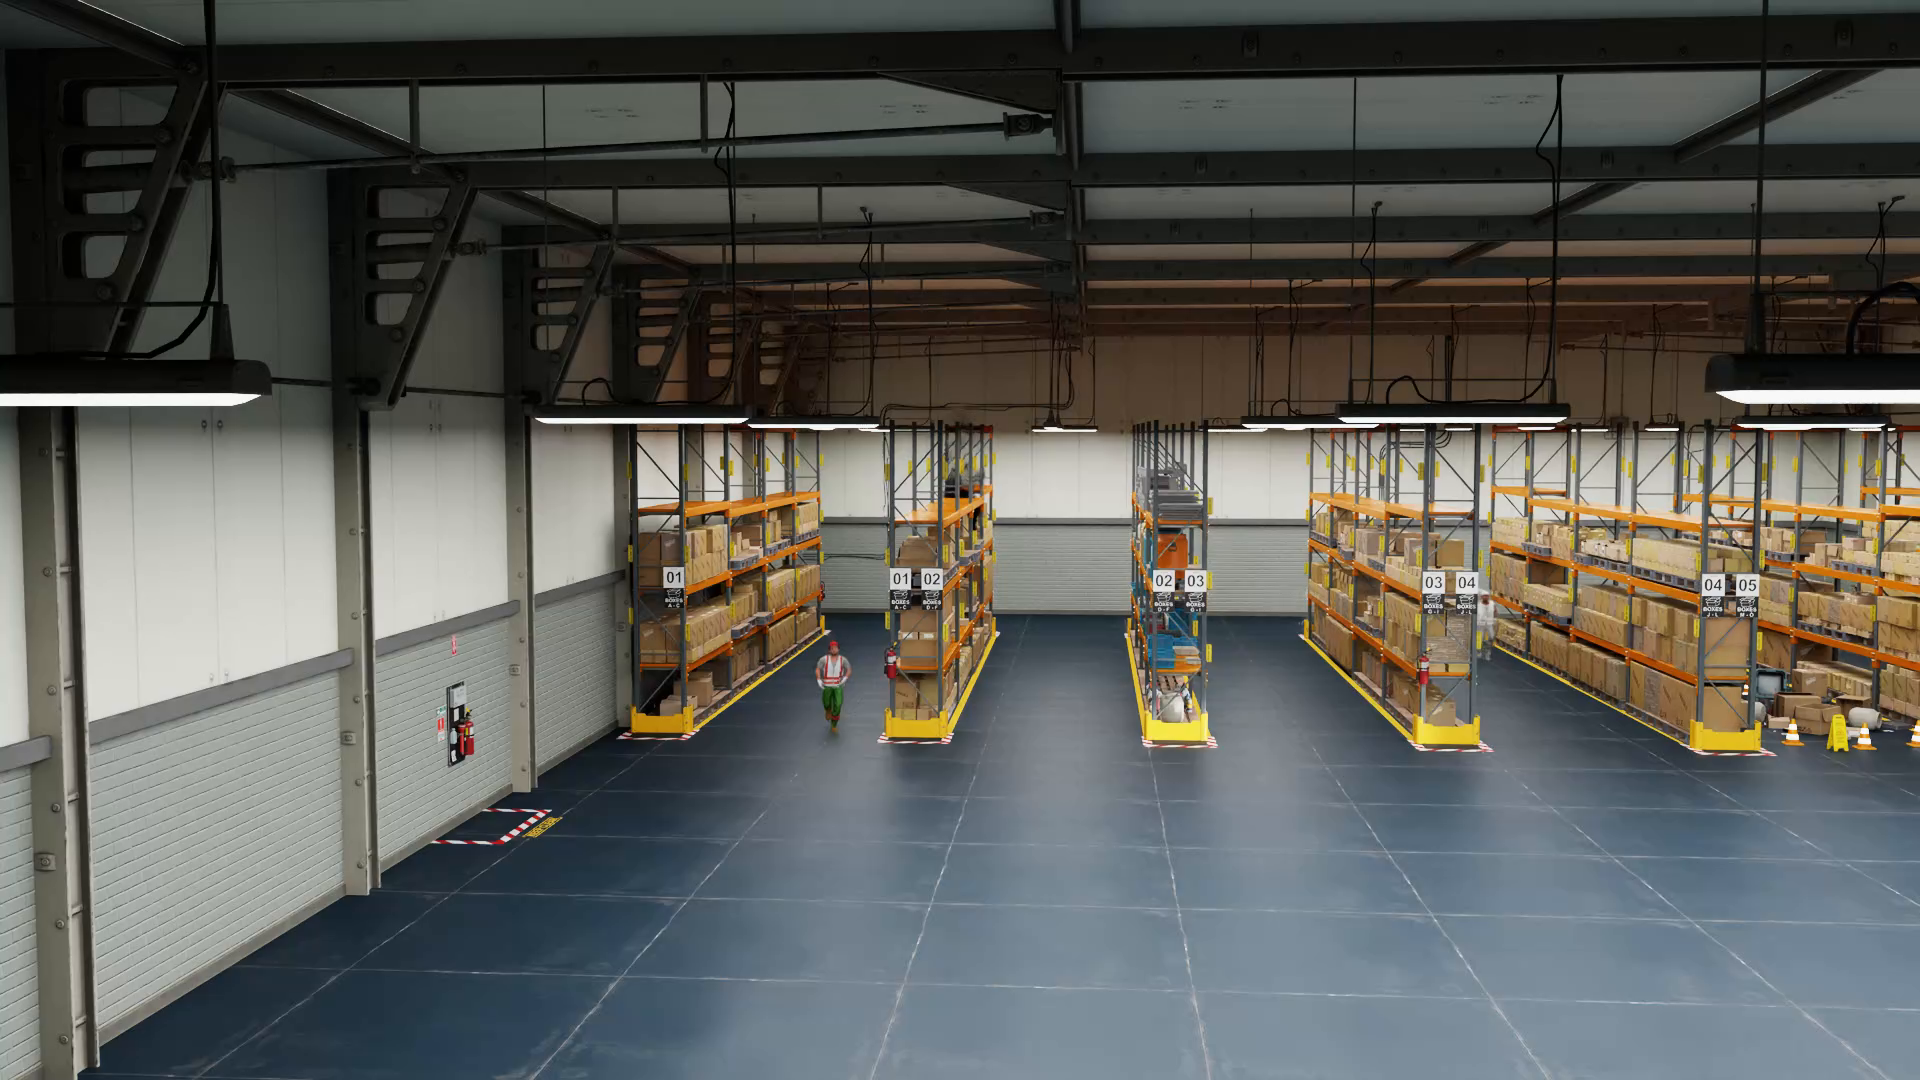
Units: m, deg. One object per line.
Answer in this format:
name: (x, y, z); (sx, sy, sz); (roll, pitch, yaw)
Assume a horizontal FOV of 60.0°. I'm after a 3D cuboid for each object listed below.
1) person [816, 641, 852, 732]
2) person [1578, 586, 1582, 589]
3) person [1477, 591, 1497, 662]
person: (-2.442, 2.826, 32.170); (0.700, 1.738, 0.598); (0, 4, -2)
person: (16.449, 2.065, 44.285); (0.629, 1.720, 0.693); (0, 4, -5)
person: (13.313, 2.178, 42.153); (0.634, 1.804, 0.740); (0, 4, 8)
